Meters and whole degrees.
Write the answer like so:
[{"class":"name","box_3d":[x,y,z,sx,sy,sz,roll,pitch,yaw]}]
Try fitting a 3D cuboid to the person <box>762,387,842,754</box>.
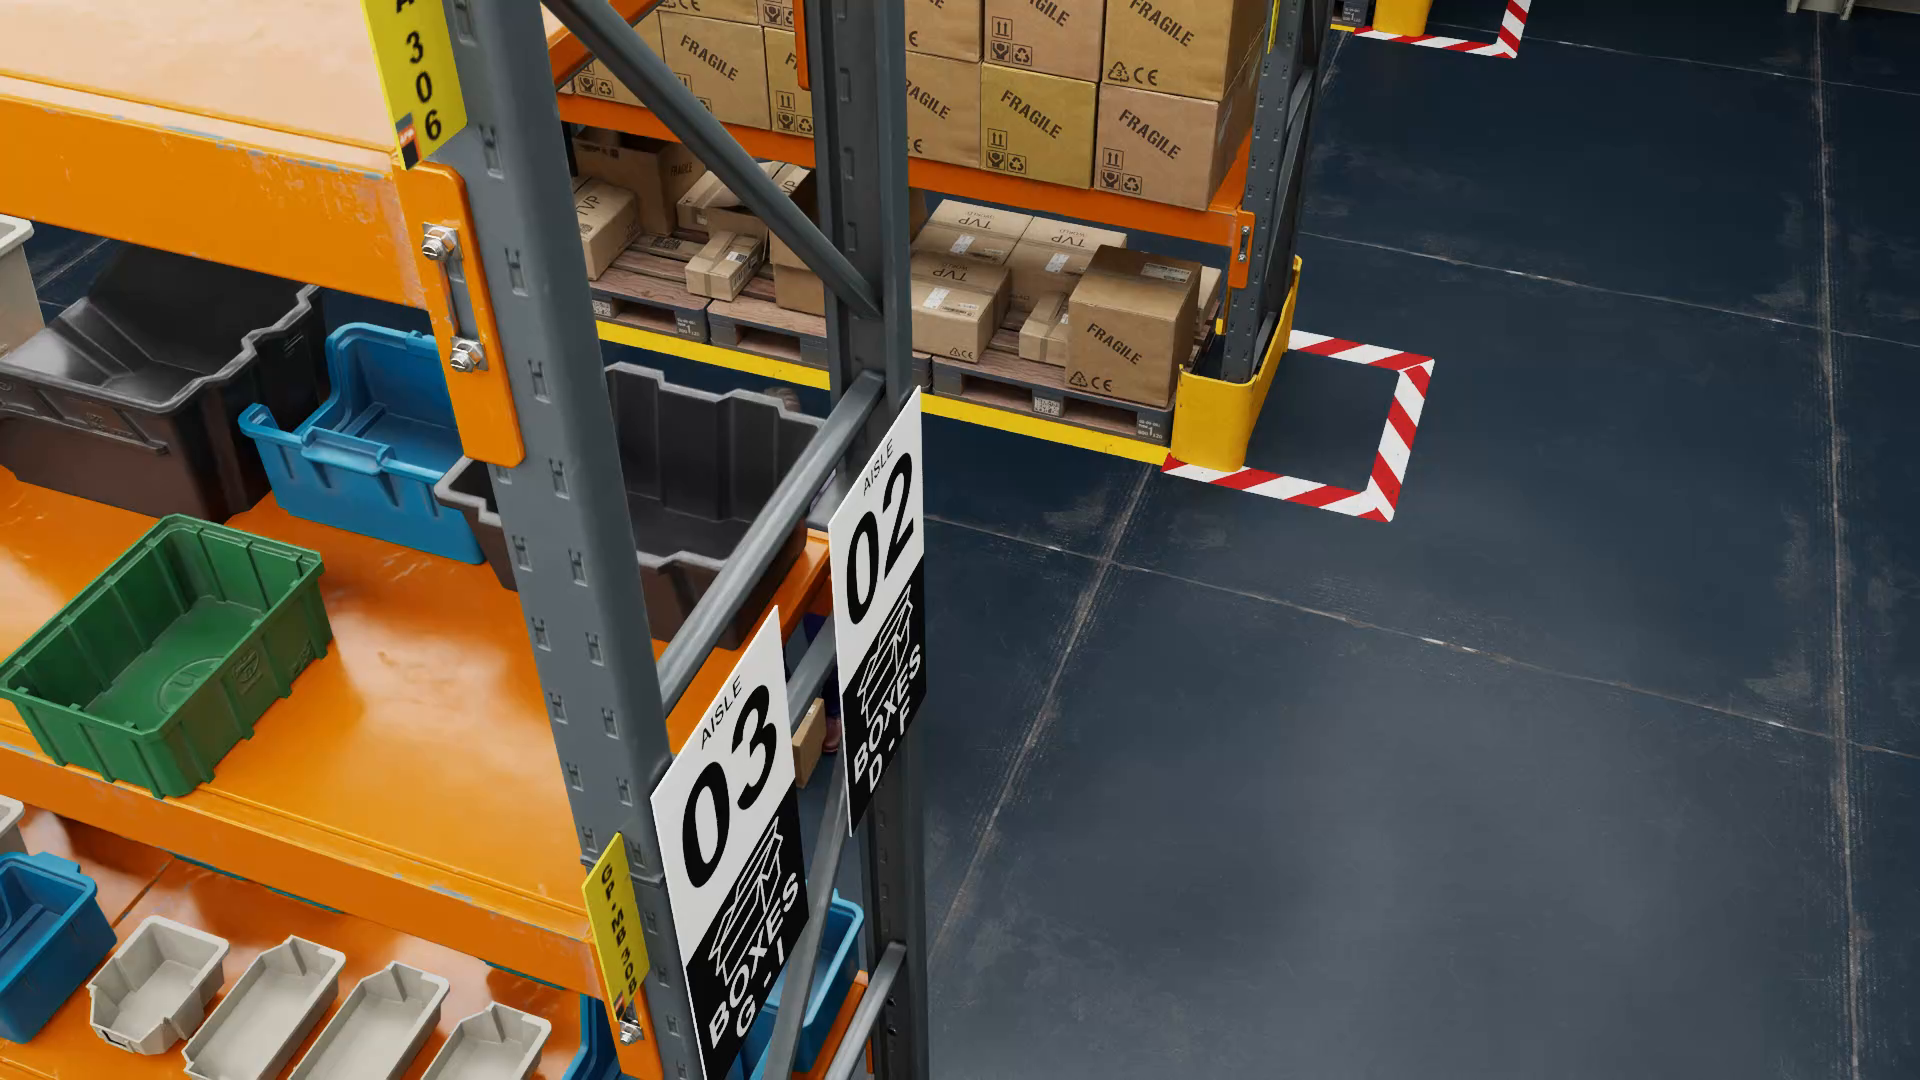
[{"class":"person","box_3d":[-0.611,0.086,6.079,0.539,1.638,0.370,14,44,15]}]
